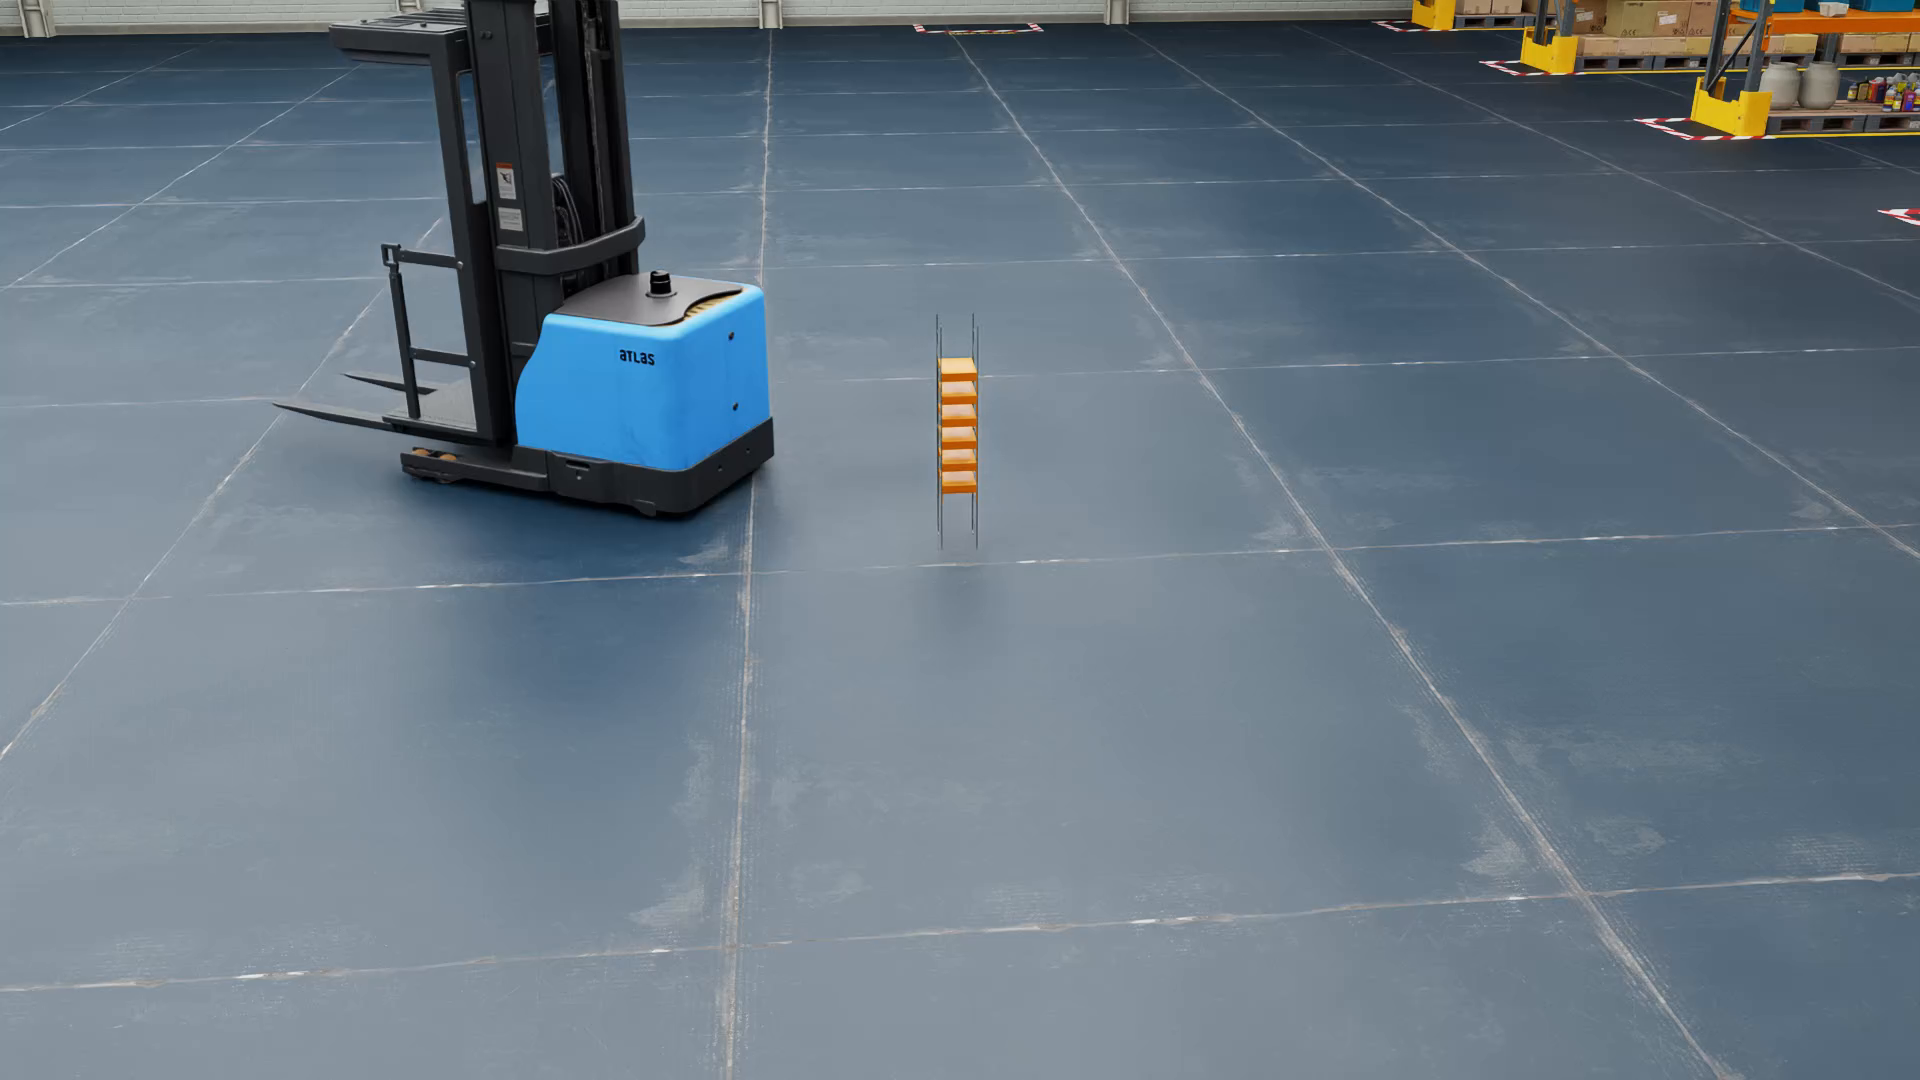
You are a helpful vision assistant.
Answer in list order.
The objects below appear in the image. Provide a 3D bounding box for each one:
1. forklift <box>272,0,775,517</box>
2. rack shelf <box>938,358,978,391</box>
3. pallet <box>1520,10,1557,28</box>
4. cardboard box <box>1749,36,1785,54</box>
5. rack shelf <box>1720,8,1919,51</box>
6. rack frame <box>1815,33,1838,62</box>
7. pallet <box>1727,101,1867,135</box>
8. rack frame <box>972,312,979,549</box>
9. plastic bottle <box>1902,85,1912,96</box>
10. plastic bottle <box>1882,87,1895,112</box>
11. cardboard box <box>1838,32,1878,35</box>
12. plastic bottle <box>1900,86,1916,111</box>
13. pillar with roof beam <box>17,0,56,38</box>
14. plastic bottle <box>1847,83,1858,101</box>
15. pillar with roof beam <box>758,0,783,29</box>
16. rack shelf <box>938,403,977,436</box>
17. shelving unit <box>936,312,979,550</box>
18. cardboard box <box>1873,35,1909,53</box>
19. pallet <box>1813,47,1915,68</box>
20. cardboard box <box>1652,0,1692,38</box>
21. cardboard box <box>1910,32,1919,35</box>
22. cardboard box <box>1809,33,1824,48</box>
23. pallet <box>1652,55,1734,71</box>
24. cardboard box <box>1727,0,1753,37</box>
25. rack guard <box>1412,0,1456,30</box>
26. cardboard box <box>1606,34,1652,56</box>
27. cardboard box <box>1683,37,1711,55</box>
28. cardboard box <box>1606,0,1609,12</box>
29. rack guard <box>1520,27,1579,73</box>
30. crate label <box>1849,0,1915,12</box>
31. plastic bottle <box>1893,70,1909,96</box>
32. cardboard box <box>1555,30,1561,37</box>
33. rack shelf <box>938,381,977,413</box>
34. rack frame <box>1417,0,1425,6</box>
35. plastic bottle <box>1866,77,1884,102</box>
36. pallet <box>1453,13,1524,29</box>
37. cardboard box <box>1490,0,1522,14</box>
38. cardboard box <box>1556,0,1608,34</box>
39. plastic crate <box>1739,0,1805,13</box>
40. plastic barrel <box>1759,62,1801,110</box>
[{"bbox_3d":[-2.645,-1.844,9.289,3.031,2.935,1.130,10,26,21],"label":"forklift"},{"bbox_3d":[-0.014,-0.836,8.377,0.180,0.103,0.258,-2,24,-5],"label":"rack shelf"},{"bbox_3d":[10.189,-9.067,28.889,1.213,0.211,1.003,-2,24,-5],"label":"pallet"},{"bbox_3d":[11.623,-7.243,24.220,0.500,0.250,0.500,-2,24,-5],"label":"cardboard box"},{"bbox_3d":[11.054,-6.019,19.485,4.000,0.370,1.077,-2,24,-5],"label":"rack shelf"},{"bbox_3d":[12.561,-8.430,24.023,0.127,3.000,1.000,-2,24,-5],"label":"rack frame"},{"bbox_3d":[9.944,-5.046,19.843,1.213,0.211,1.003,-2,24,-5],"label":"pallet"},{"bbox_3d":[0.077,-0.551,8.513,0.006,1.200,0.240,-2,24,-5],"label":"rack frame"},{"bbox_3d":[11.460,-5.407,20.125,0.097,0.201,0.097,0,24,0],"label":"plastic bottle"},{"bbox_3d":[10.898,-5.169,19.503,0.097,0.271,0.097,0,24,0],"label":"plastic bottle"},{"bbox_3d":[12.997,-7.538,24.193,0.500,0.311,0.500,-2,24,-5],"label":"cardboard box"},{"bbox_3d":[11.126,-5.176,19.505,0.133,0.283,0.061,-2,24,-4],"label":"plastic bottle"},{"bbox_3d":[-14.759,-10.693,21.729,0.400,9.000,9.100,-2,24,-5],"label":"pillar with roof beam"},{"bbox_3d":[10.848,-5.441,20.202,0.097,0.201,0.097,0,24,0],"label":"plastic bottle"},{"bbox_3d":[-2.817,-11.172,22.807,0.400,9.000,9.100,-2,24,-5],"label":"pillar with roof beam"},{"bbox_3d":[-0.014,-0.617,8.474,0.180,0.103,0.258,-2,24,-5],"label":"rack shelf"},{"bbox_3d":[-0.014,-0.548,8.505,0.189,1.200,0.258,-2,24,-5],"label":"shelving unit"},{"bbox_3d":[13.496,-7.301,24.352,0.500,0.250,0.500,-2,24,-4],"label":"cardboard box"},{"bbox_3d":[13.290,-7.201,24.691,1.213,0.211,1.003,-2,24,-5],"label":"pallet"},{"bbox_3d":[10.130,-7.526,23.934,0.500,0.500,0.500,-2,24,-5],"label":"cardboard box"},{"bbox_3d":[14.010,-7.577,24.281,0.500,0.311,0.500,-3,24,-7],"label":"cardboard box"},{"bbox_3d":[12.945,-7.499,24.797,0.500,0.250,0.500,-3,24,-6],"label":"cardboard box"},{"bbox_3d":[10.549,-7.091,24.444,1.213,0.211,1.003,-2,24,-5],"label":"pallet"},{"bbox_3d":[11.125,-7.565,24.021,0.500,0.500,0.500,-2,24,-5],"label":"cardboard box"},{"bbox_3d":[8.165,-9.133,28.683,0.348,0.500,1.175,-2,24,-5],"label":"rack guard"},{"bbox_3d":[9.633,-7.159,24.031,0.500,0.250,0.500,-2,24,-5],"label":"cardboard box"},{"bbox_3d":[10.629,-7.197,24.116,0.500,0.250,0.500,-2,24,-5],"label":"cardboard box"},{"bbox_3d":[11.042,-9.433,28.816,0.500,0.500,0.500,-4,24,-9],"label":"cardboard box"},{"bbox_3d":[8.557,-7.127,24.170,0.348,0.500,1.175,-2,24,-5],"label":"rack guard"},{"bbox_3d":[10.869,-6.467,19.563,0.616,0.435,0.502,-2,24,-5],"label":"crate label"},{"bbox_3d":[11.404,-5.522,20.200,0.185,0.351,0.144,-1,24,-3],"label":"plastic bottle"},{"bbox_3d":[9.085,-7.347,24.454,0.500,0.250,0.500,-2,24,-5],"label":"cardboard box"},{"bbox_3d":[-0.014,-0.726,8.426,0.180,0.103,0.258,-2,24,-5],"label":"rack shelf"},{"bbox_3d":[8.090,-10.273,28.168,0.127,3.000,1.000,-2,24,-5],"label":"rack frame"},{"bbox_3d":[11.102,-5.474,20.184,0.135,0.276,0.152,-2,24,-5],"label":"plastic bottle"},{"bbox_3d":[8.977,-9.019,28.782,1.213,0.211,1.003,-2,24,-5],"label":"pallet"},{"bbox_3d":[9.355,-9.259,28.657,0.500,0.311,0.500,0,24,-1],"label":"cardboard box"},{"bbox_3d":[9.085,-7.690,24.304,0.500,0.500,0.500,-2,24,-5],"label":"cardboard box"},{"bbox_3d":[9.532,-6.341,19.506,0.616,0.251,0.499,-2,24,-5],"label":"plastic crate"},{"bbox_3d":[9.711,-5.380,19.708,0.421,0.512,0.421,0,24,0],"label":"plastic barrel"}]
